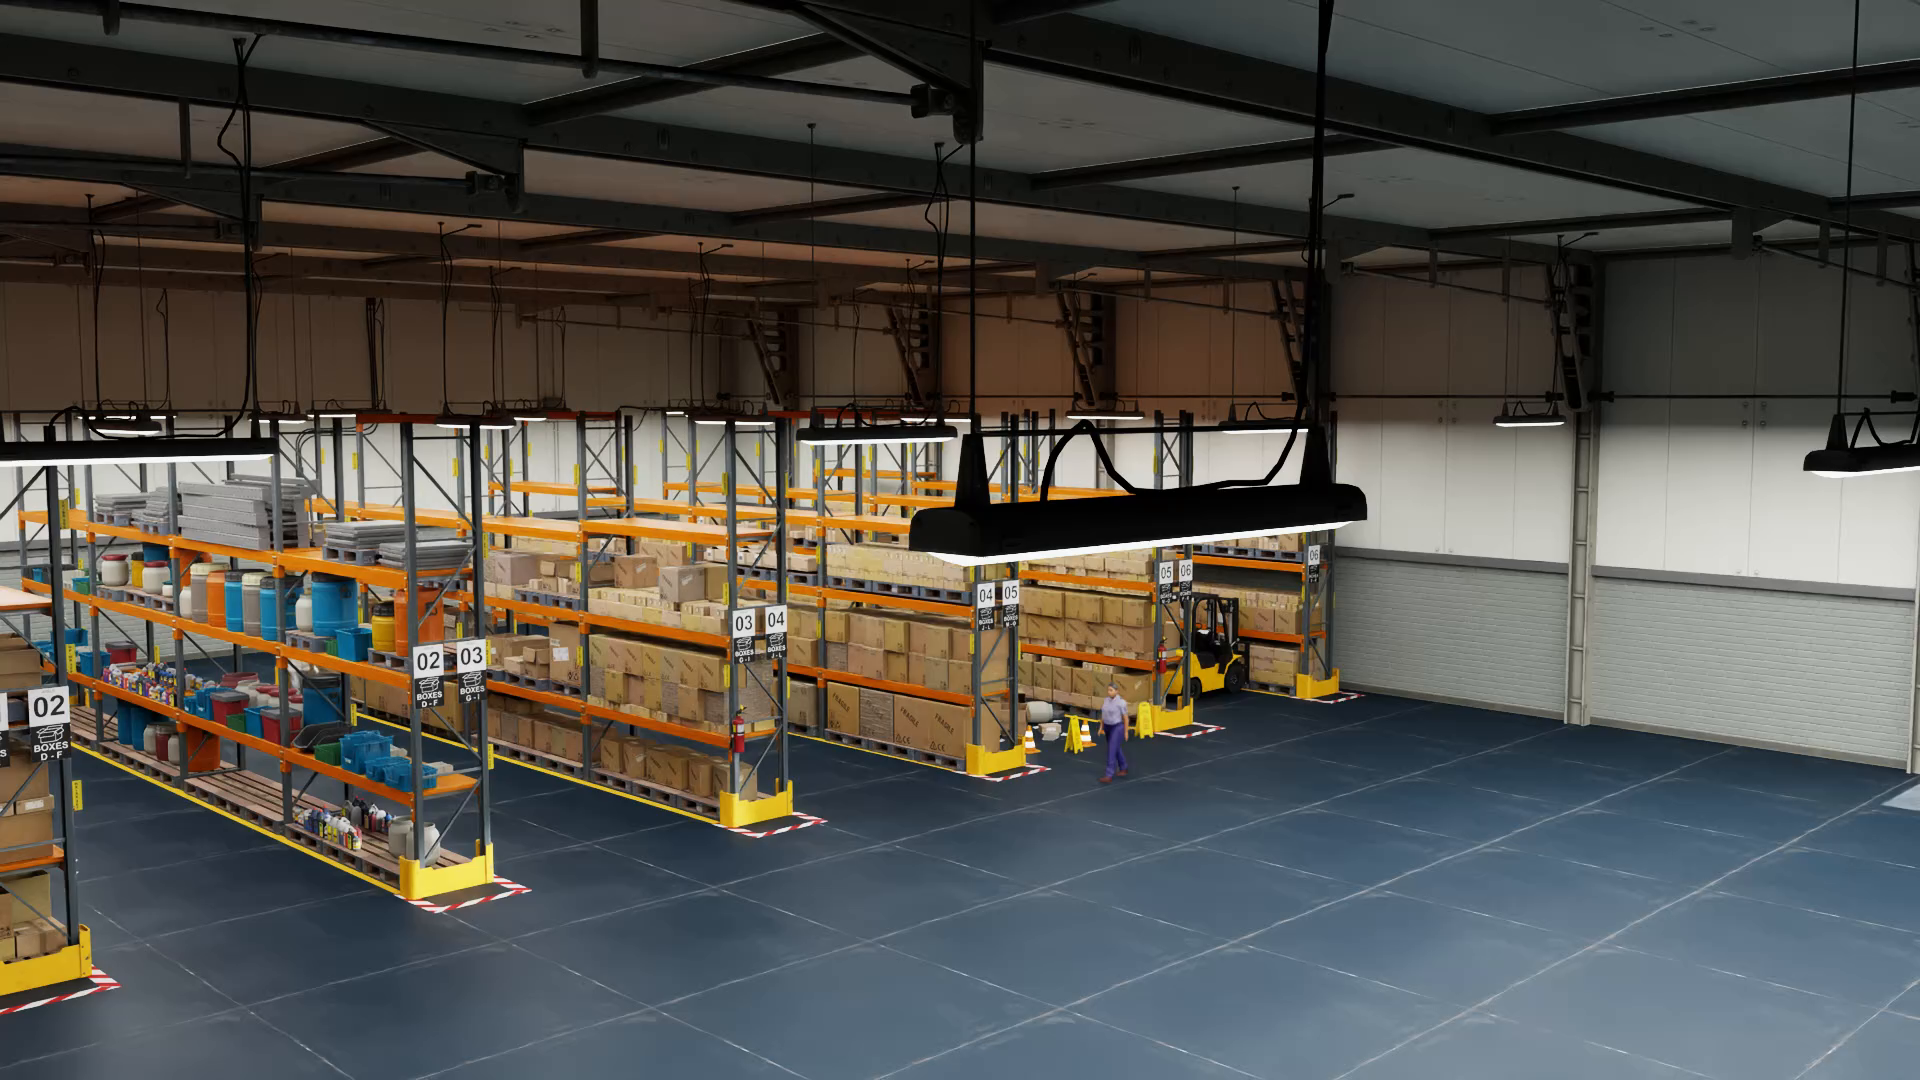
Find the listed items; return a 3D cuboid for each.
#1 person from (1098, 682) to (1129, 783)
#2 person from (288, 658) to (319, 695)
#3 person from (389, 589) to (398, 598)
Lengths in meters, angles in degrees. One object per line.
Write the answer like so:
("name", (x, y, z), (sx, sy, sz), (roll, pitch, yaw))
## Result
("person", (2.525, 3.149, 27.387), (0.855, 1.620, 0.510), (-3, 6, -32))
("person", (-13.073, 2.586, 32.940), (0.683, 1.721, 1.064), (-4, 7, -42))
("person", (-13.772, 1.974, 40.578), (0.504, 1.618, 1.028), (-4, 7, -41))
